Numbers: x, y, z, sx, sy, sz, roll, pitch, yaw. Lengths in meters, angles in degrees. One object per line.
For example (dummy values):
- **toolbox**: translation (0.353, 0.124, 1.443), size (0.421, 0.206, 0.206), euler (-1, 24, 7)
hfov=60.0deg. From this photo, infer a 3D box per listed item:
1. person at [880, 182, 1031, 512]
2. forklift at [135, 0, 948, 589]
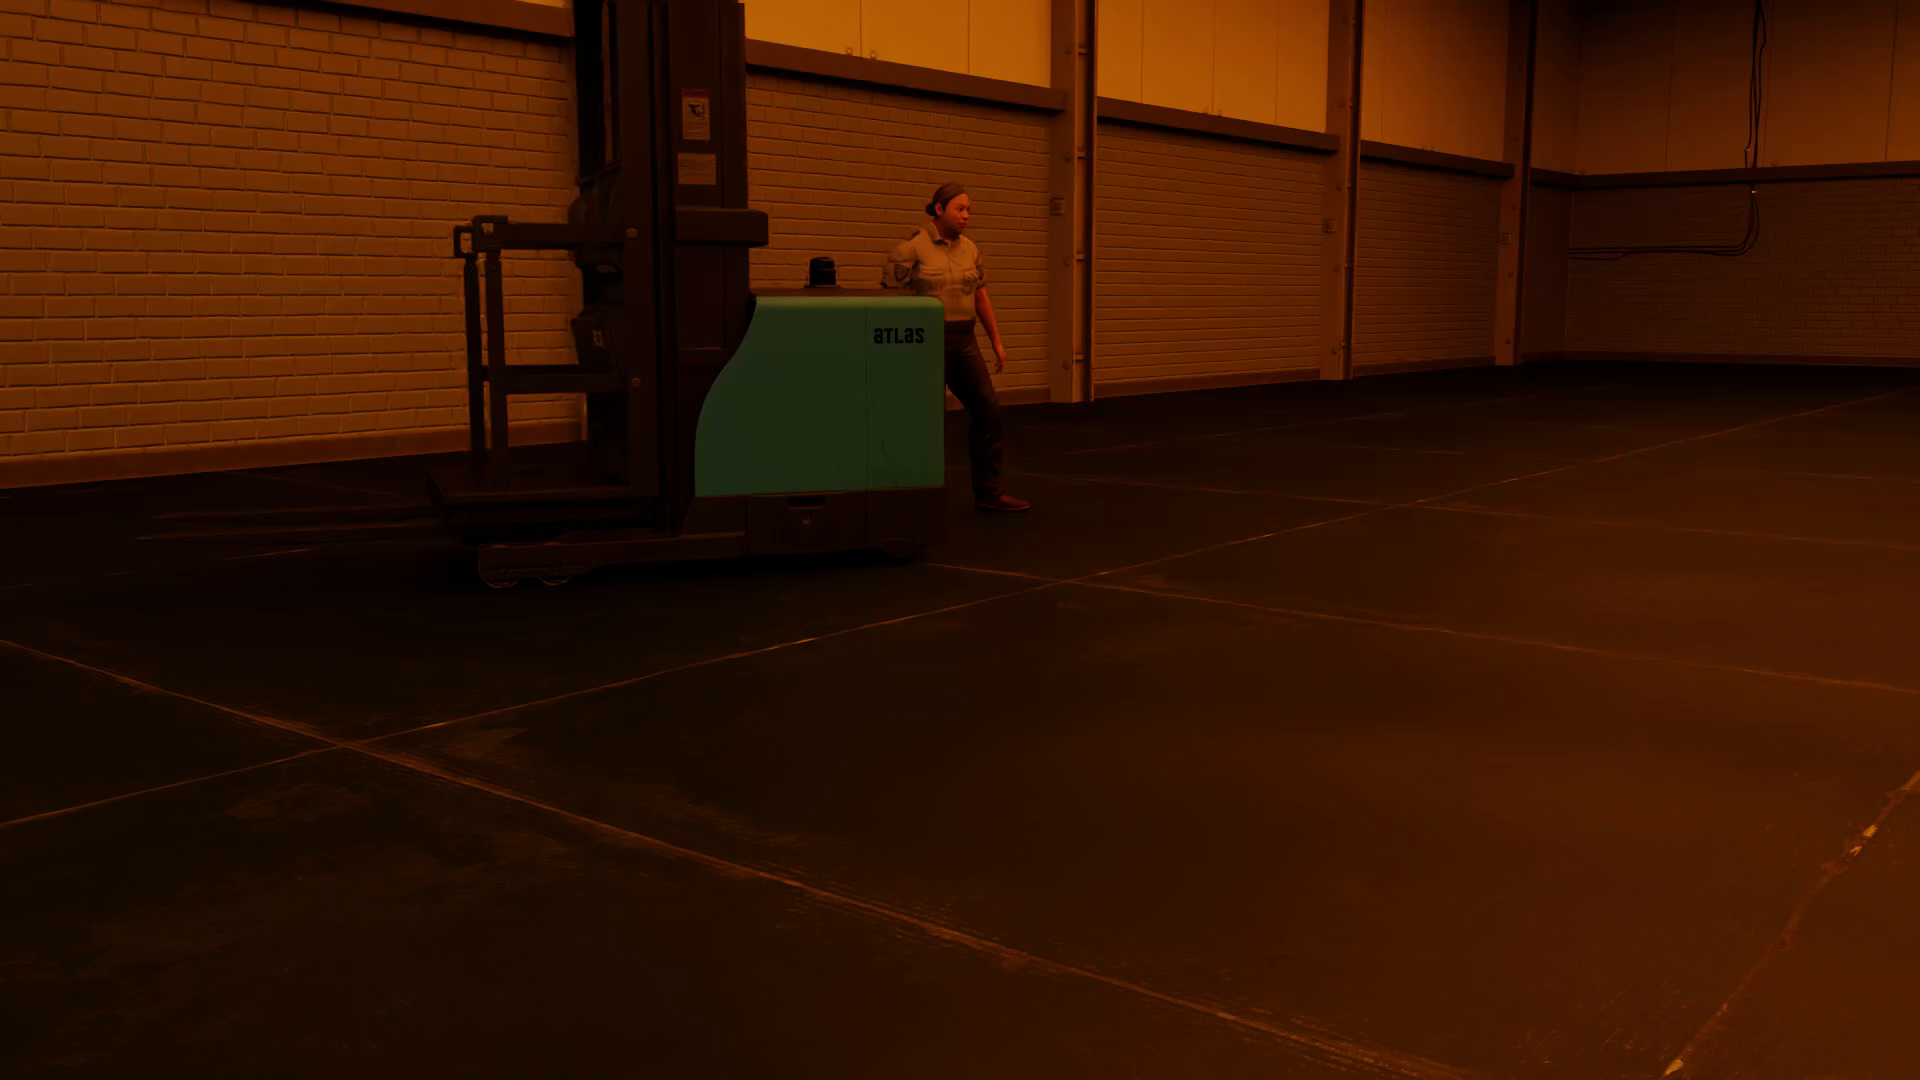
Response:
- **person**: translation (-0.056, -0.934, 8.206), size (0.796, 1.622, 0.377), euler (-5, 10, -33)
- **forklift**: translation (-1.622, -1.355, 6.543), size (3.031, 2.935, 1.130), euler (-3, 9, -20)
